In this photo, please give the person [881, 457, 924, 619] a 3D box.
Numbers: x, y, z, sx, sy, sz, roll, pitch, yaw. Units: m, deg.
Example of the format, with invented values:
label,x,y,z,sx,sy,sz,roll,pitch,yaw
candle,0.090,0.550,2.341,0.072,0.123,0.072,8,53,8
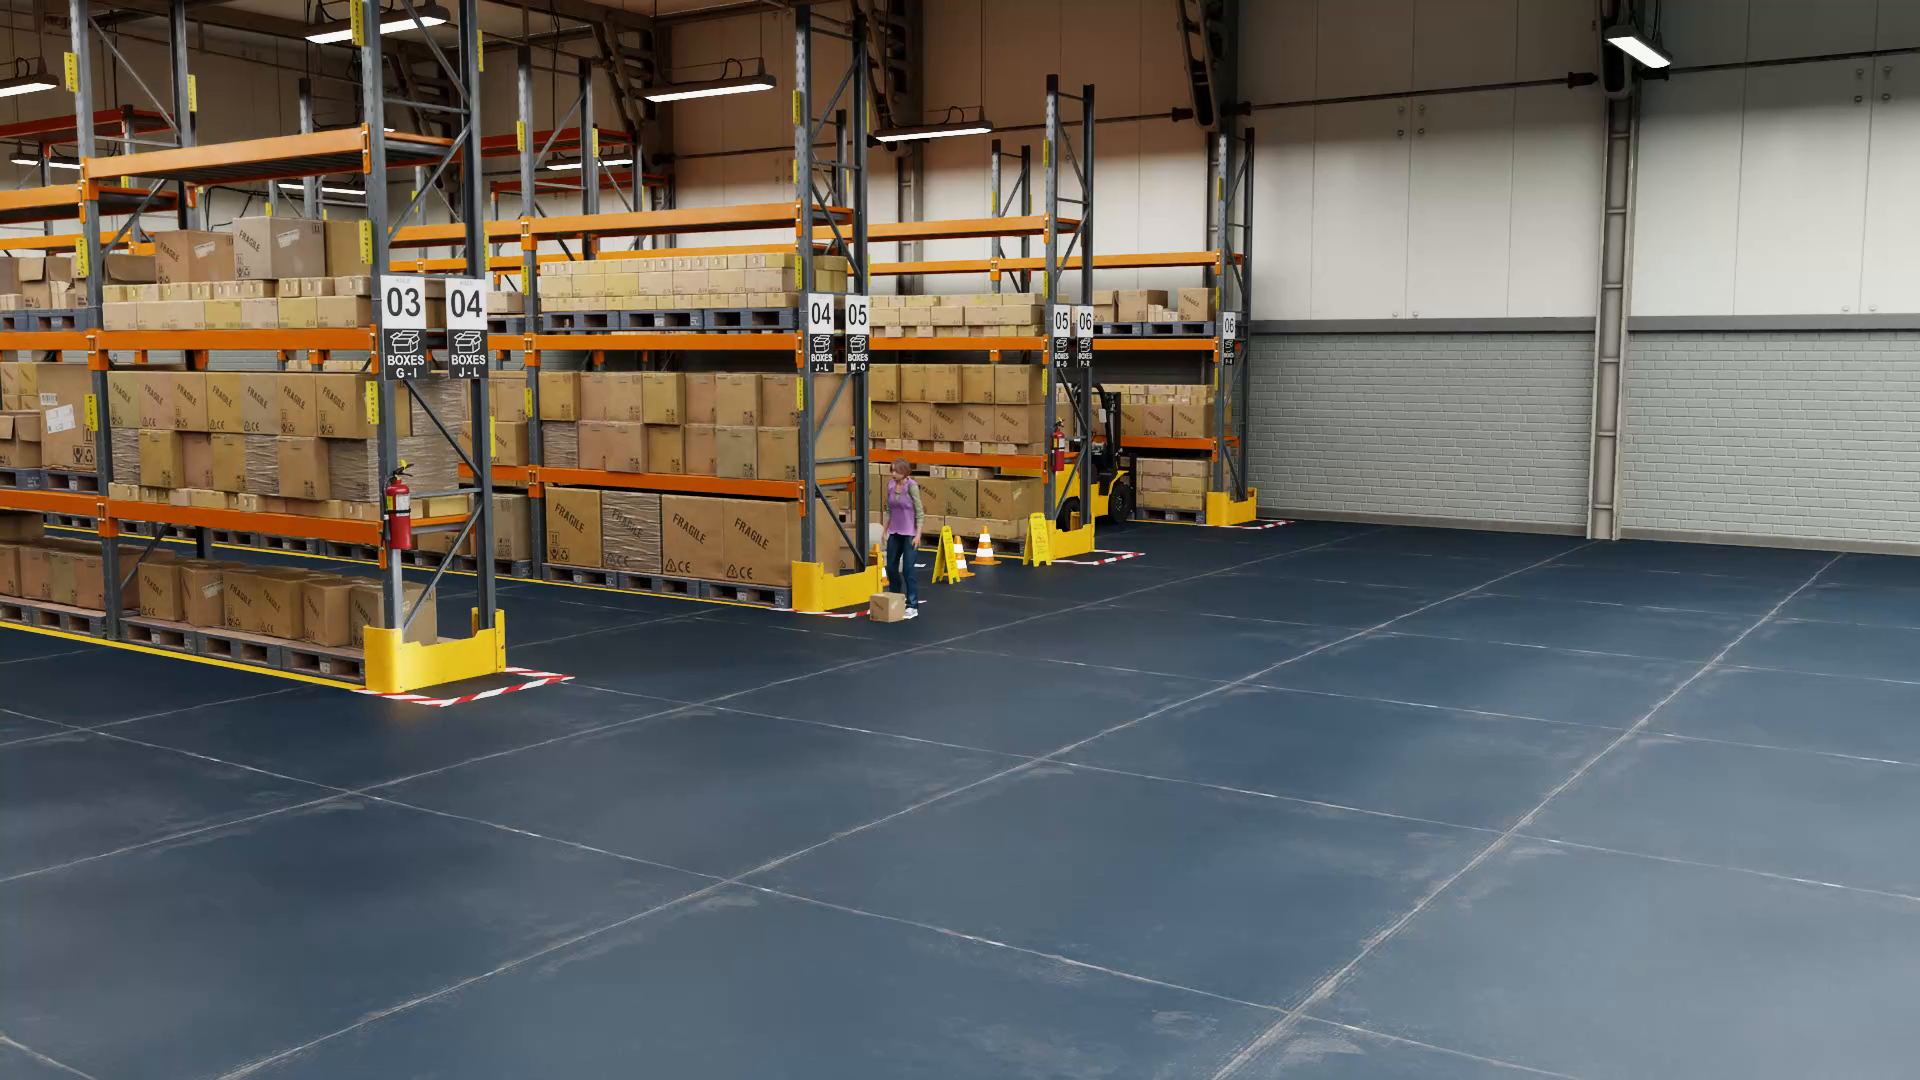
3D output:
label,x,y,z,sx,sy,sz,roll,pitch,yaw
person,-0.567,-0.023,16.448,0.479,1.582,0.345,5,8,37
